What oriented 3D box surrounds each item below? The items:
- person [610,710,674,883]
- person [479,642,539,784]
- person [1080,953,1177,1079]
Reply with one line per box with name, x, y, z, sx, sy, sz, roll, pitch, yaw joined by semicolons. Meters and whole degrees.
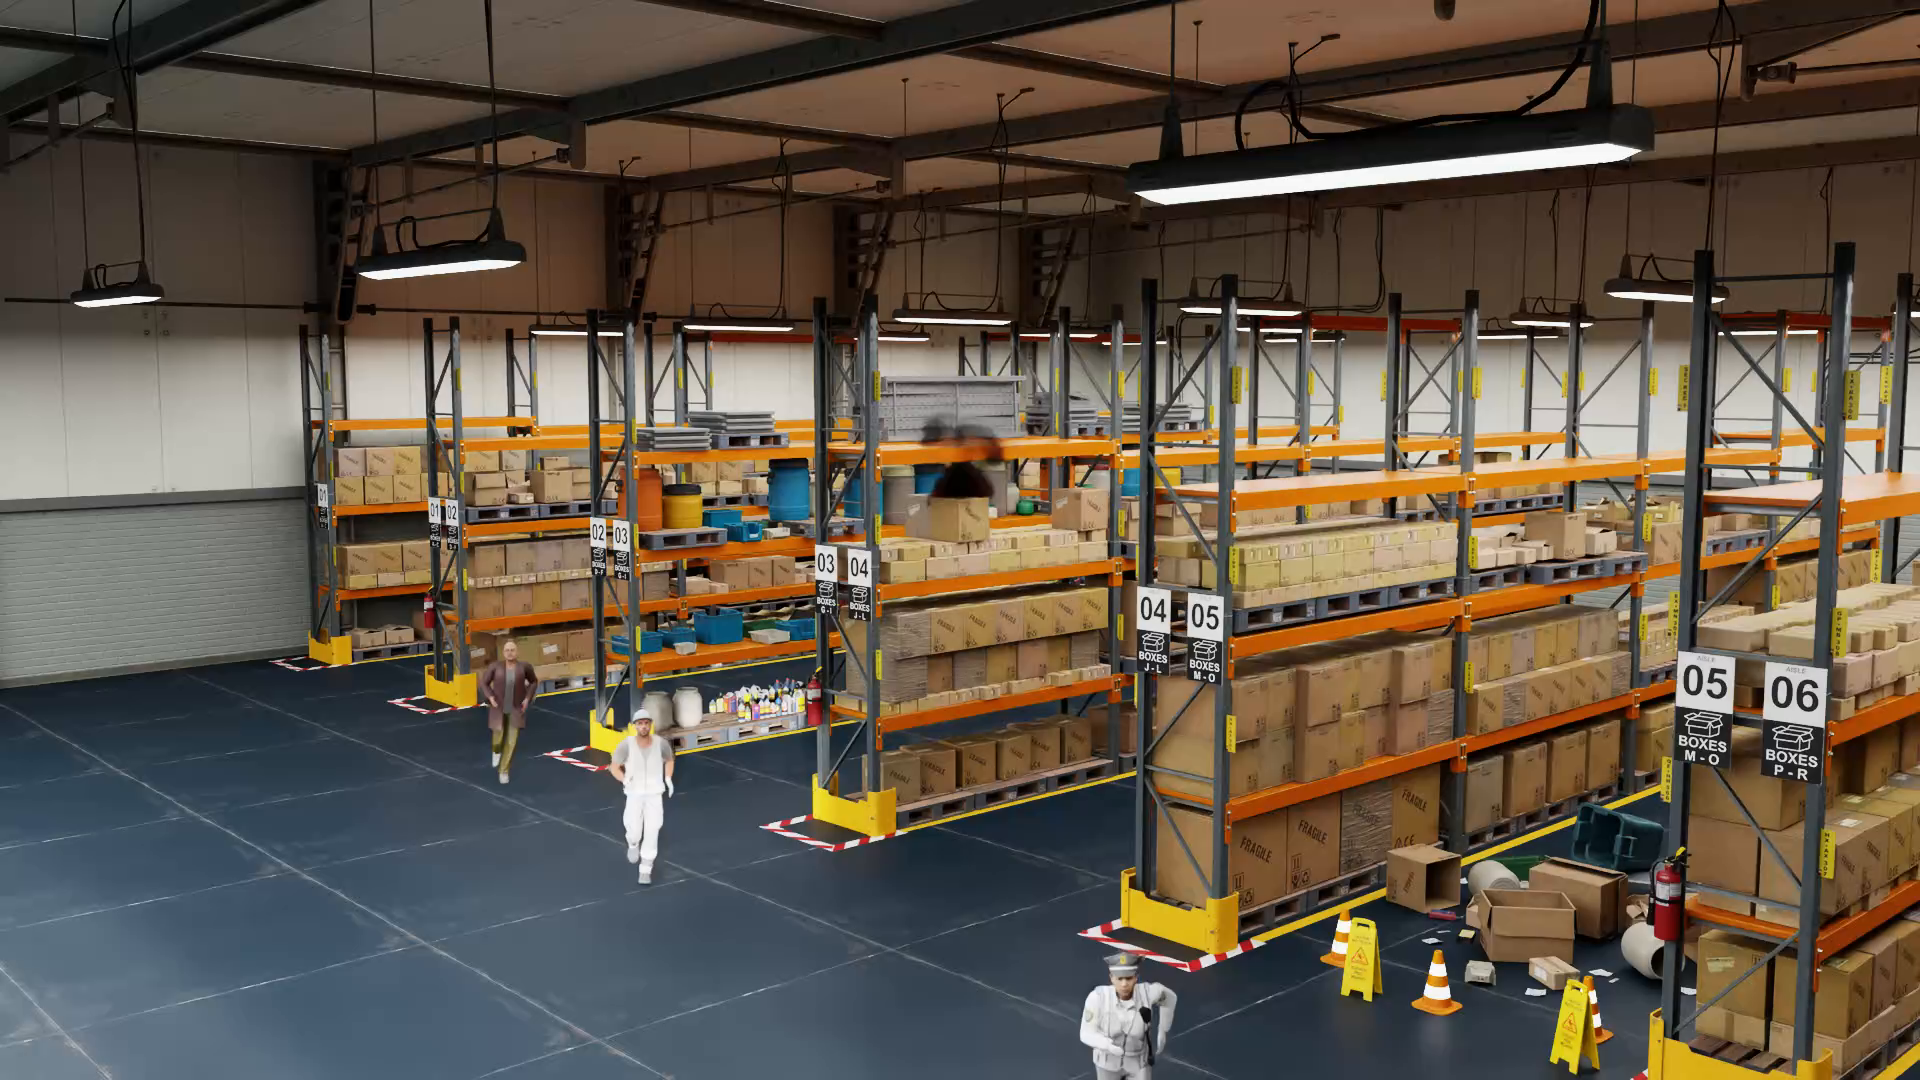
person;-3.228;2.585;16.962;0.653;1.749;0.714;-2;6;-17
person;-5.753;2.199;21.256;0.729;1.688;0.812;-2;6;-15
person;1.049;3.316;10.387;0.593;1.619;0.713;1;6;8
